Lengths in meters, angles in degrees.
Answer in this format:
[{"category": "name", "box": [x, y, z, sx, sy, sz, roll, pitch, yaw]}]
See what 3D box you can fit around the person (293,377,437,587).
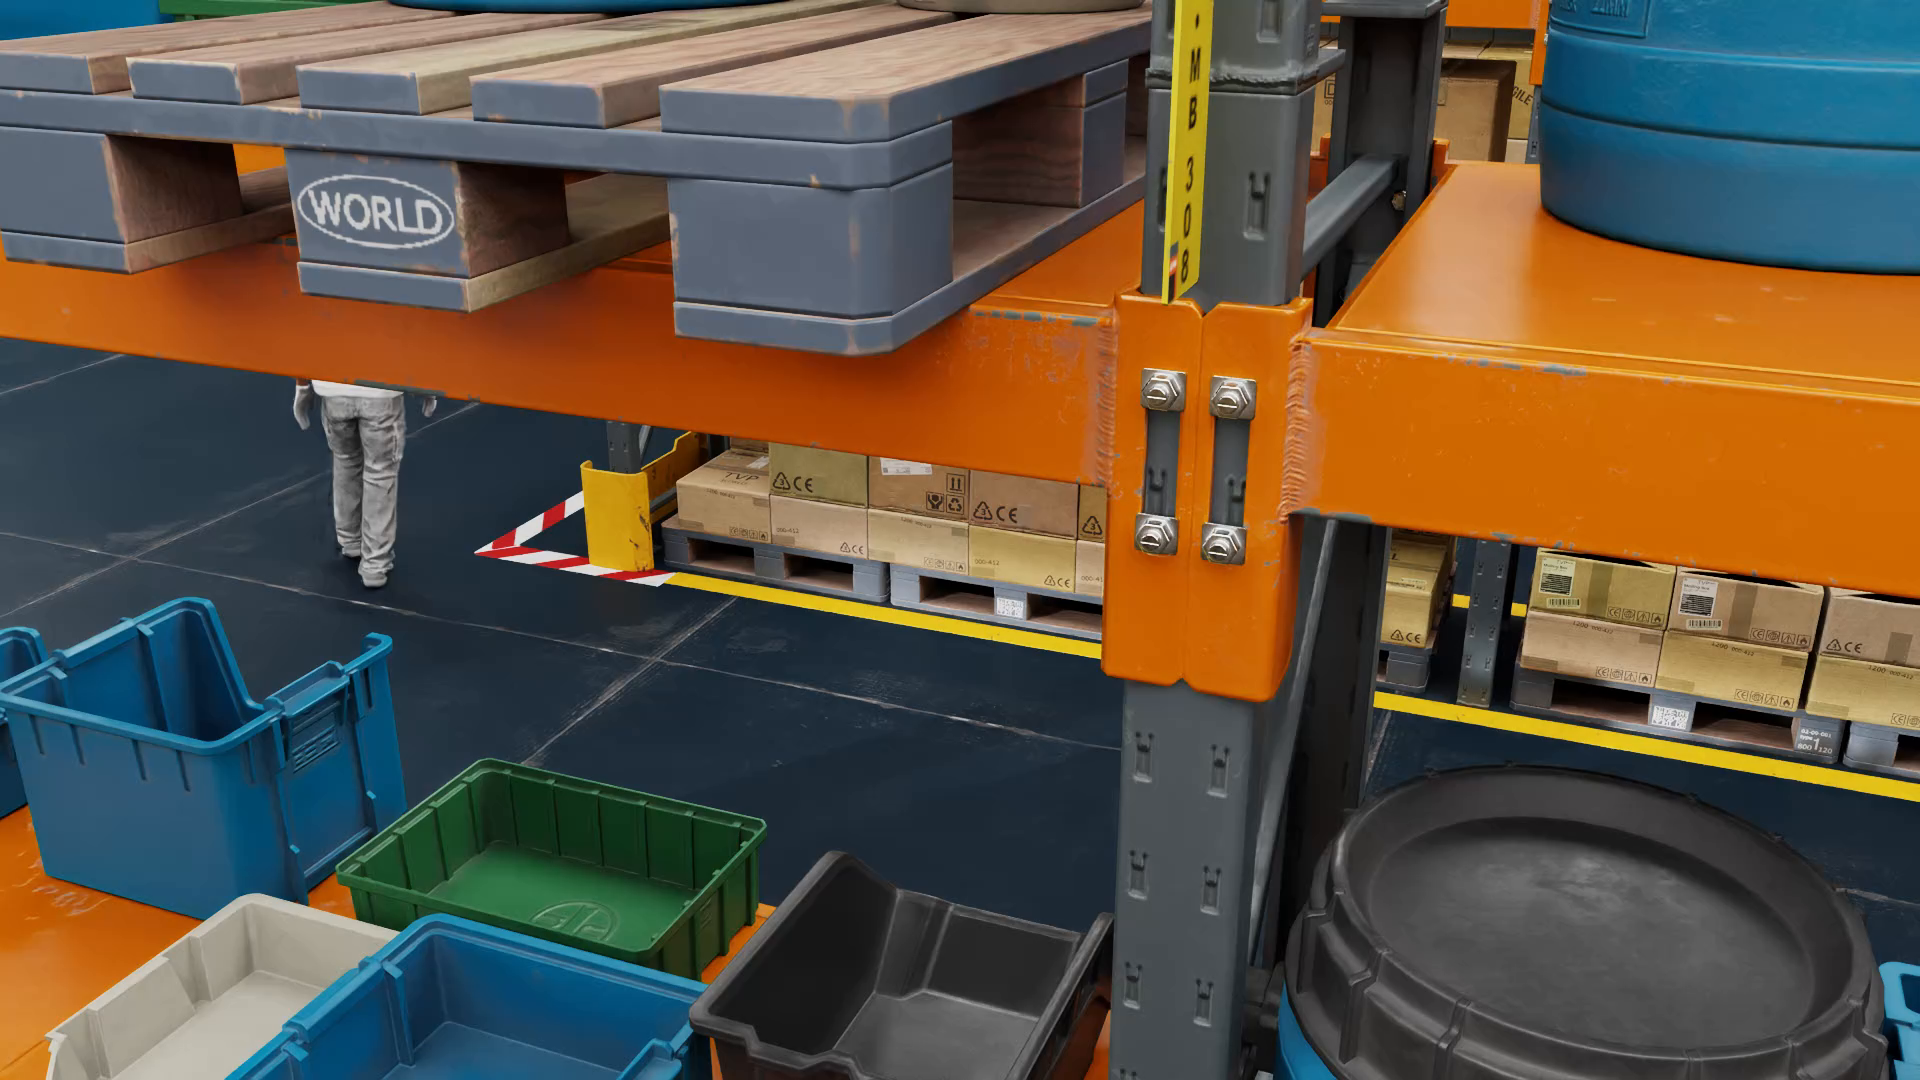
[{"category": "person", "box": [-2.759, -0.689, 7.757, 0.626, 1.798, 0.604, -3, 22, -8]}]
